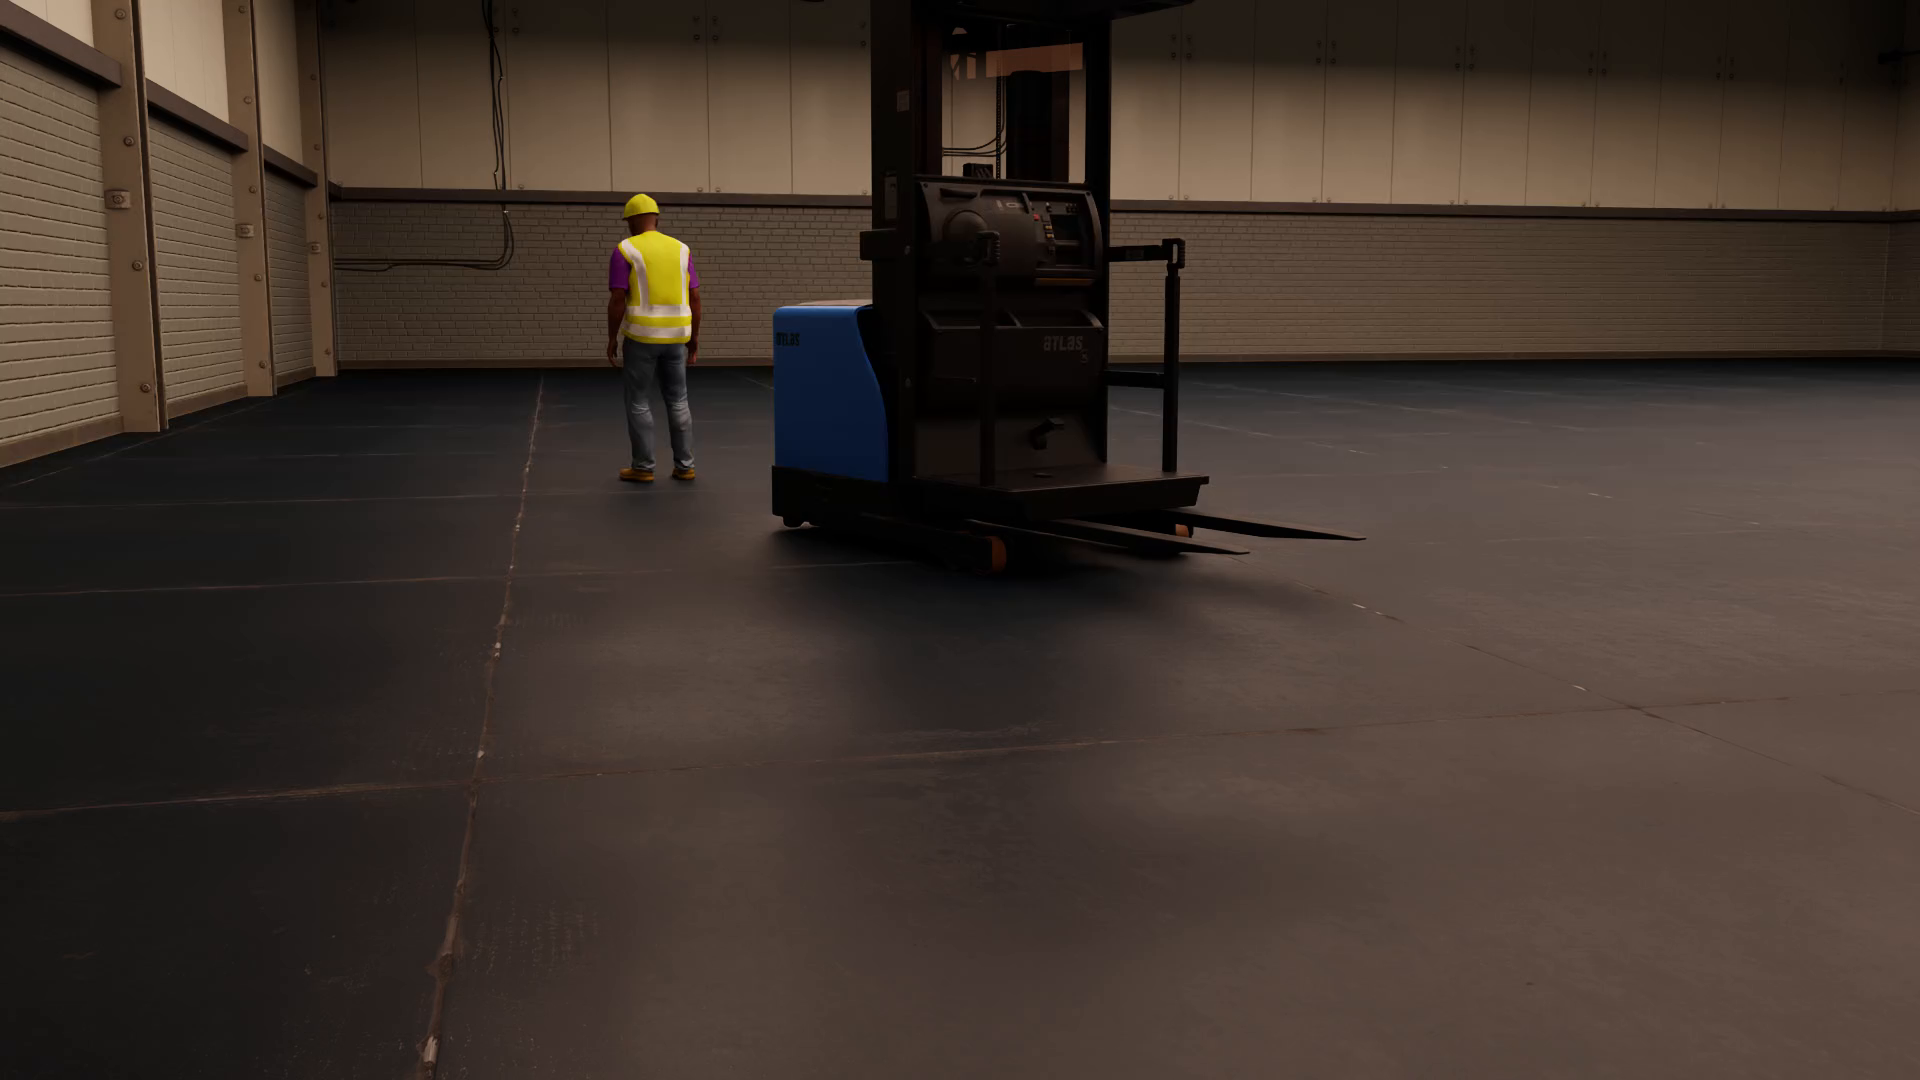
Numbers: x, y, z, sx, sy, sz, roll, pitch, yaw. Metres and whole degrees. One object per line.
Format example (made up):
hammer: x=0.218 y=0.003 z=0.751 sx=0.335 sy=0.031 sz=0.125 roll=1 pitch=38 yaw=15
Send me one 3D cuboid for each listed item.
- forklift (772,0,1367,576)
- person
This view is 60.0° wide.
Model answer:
forklift: x=0.355 y=-1.383 z=7.015 sx=1.130 sy=2.935 sz=3.031 roll=-6 pitch=10 yaw=-35
person: x=-1.902 y=-1.248 z=10.293 sx=0.626 sy=1.759 sz=0.463 roll=-6 pitch=10 yaw=-35
